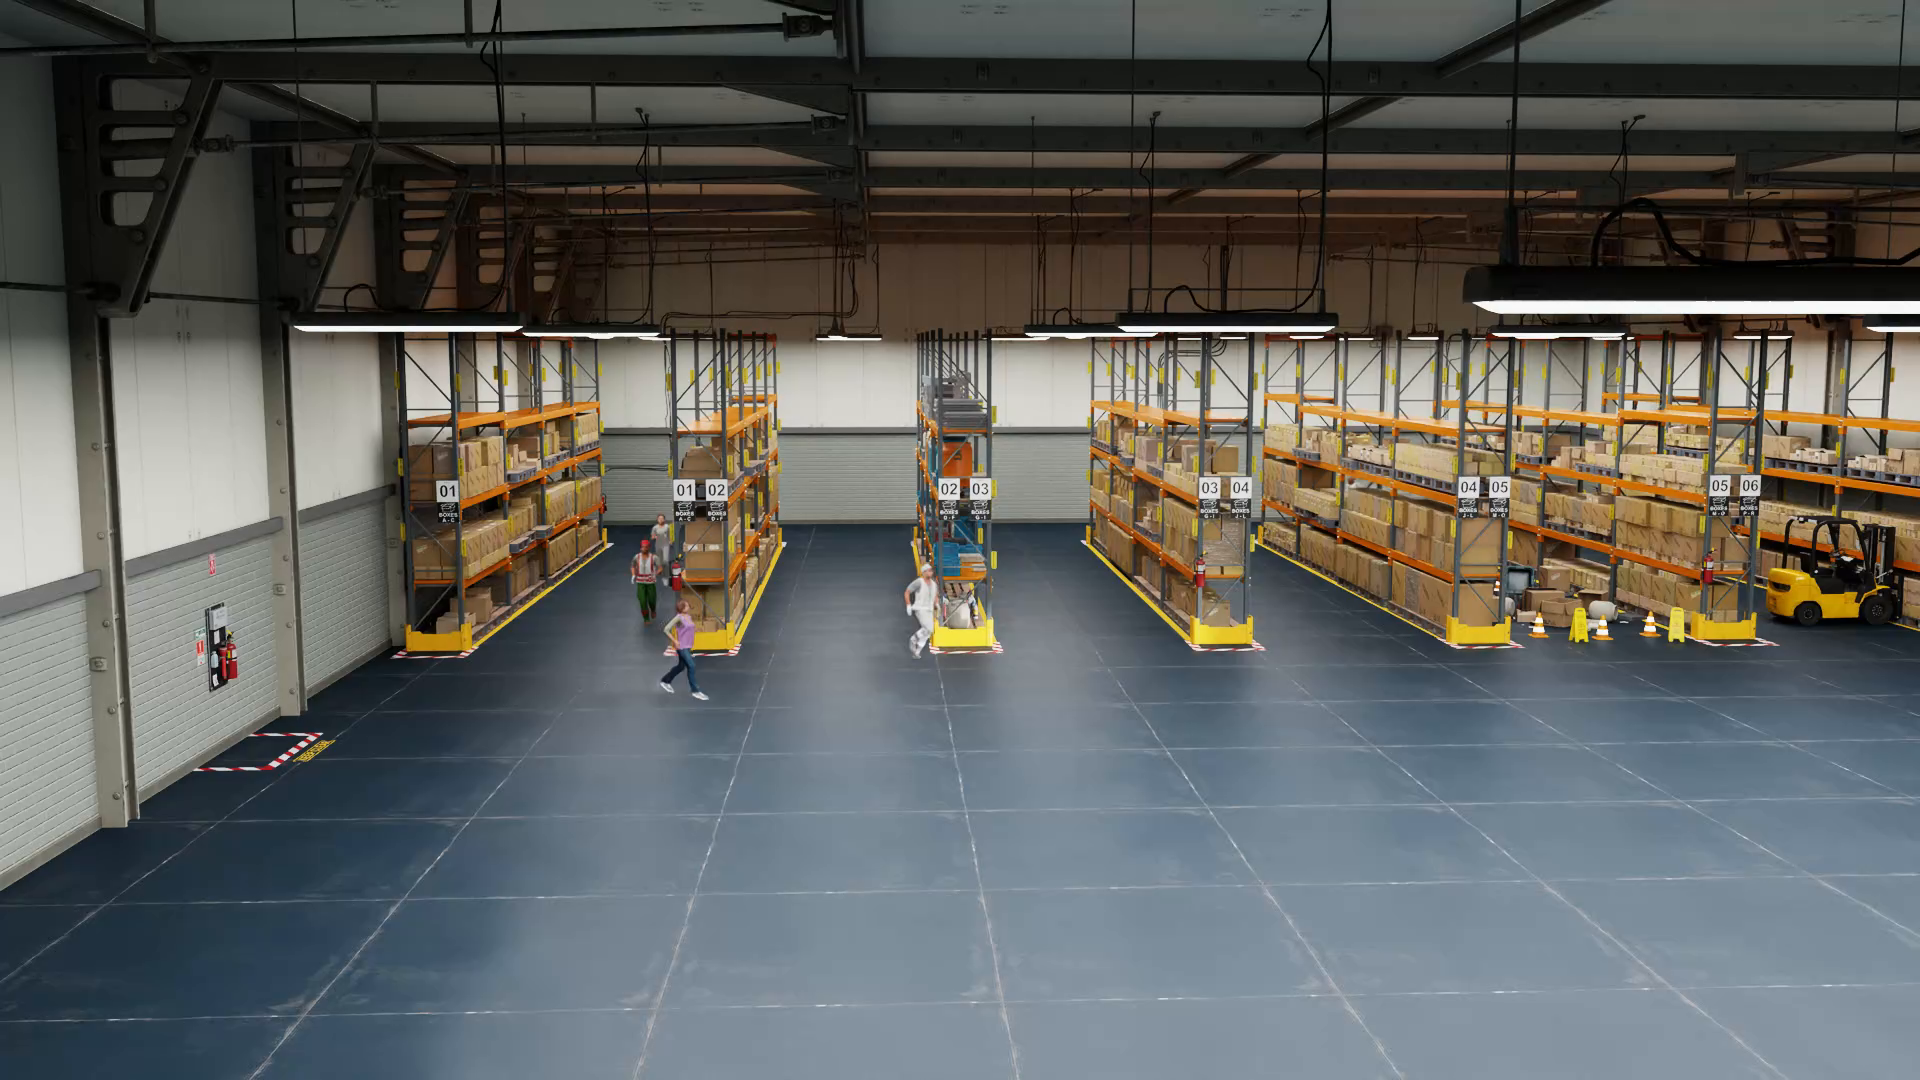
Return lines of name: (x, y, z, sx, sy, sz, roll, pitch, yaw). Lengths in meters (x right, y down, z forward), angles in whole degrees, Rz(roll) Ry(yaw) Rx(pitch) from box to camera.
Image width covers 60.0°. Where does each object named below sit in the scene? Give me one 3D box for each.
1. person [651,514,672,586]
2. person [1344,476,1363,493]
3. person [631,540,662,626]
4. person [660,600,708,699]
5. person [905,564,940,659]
person: (-7.093, 0.229, 39.669, 0.546, 1.725, 0.759, 0, 7, -1)
person: (11.805, -1.108, 50.250, 0.929, 1.804, 0.676, -3, 8, -26)
person: (-6.387, 0.868, 33.877, 0.651, 1.747, 0.692, 0, 7, -3)
person: (-4.465, 1.753, 26.816, 0.873, 1.599, 0.531, 2, 7, 13)
person: (-0.608, 1.304, 30.327, 0.711, 1.714, 0.548, -6, 9, -43)
